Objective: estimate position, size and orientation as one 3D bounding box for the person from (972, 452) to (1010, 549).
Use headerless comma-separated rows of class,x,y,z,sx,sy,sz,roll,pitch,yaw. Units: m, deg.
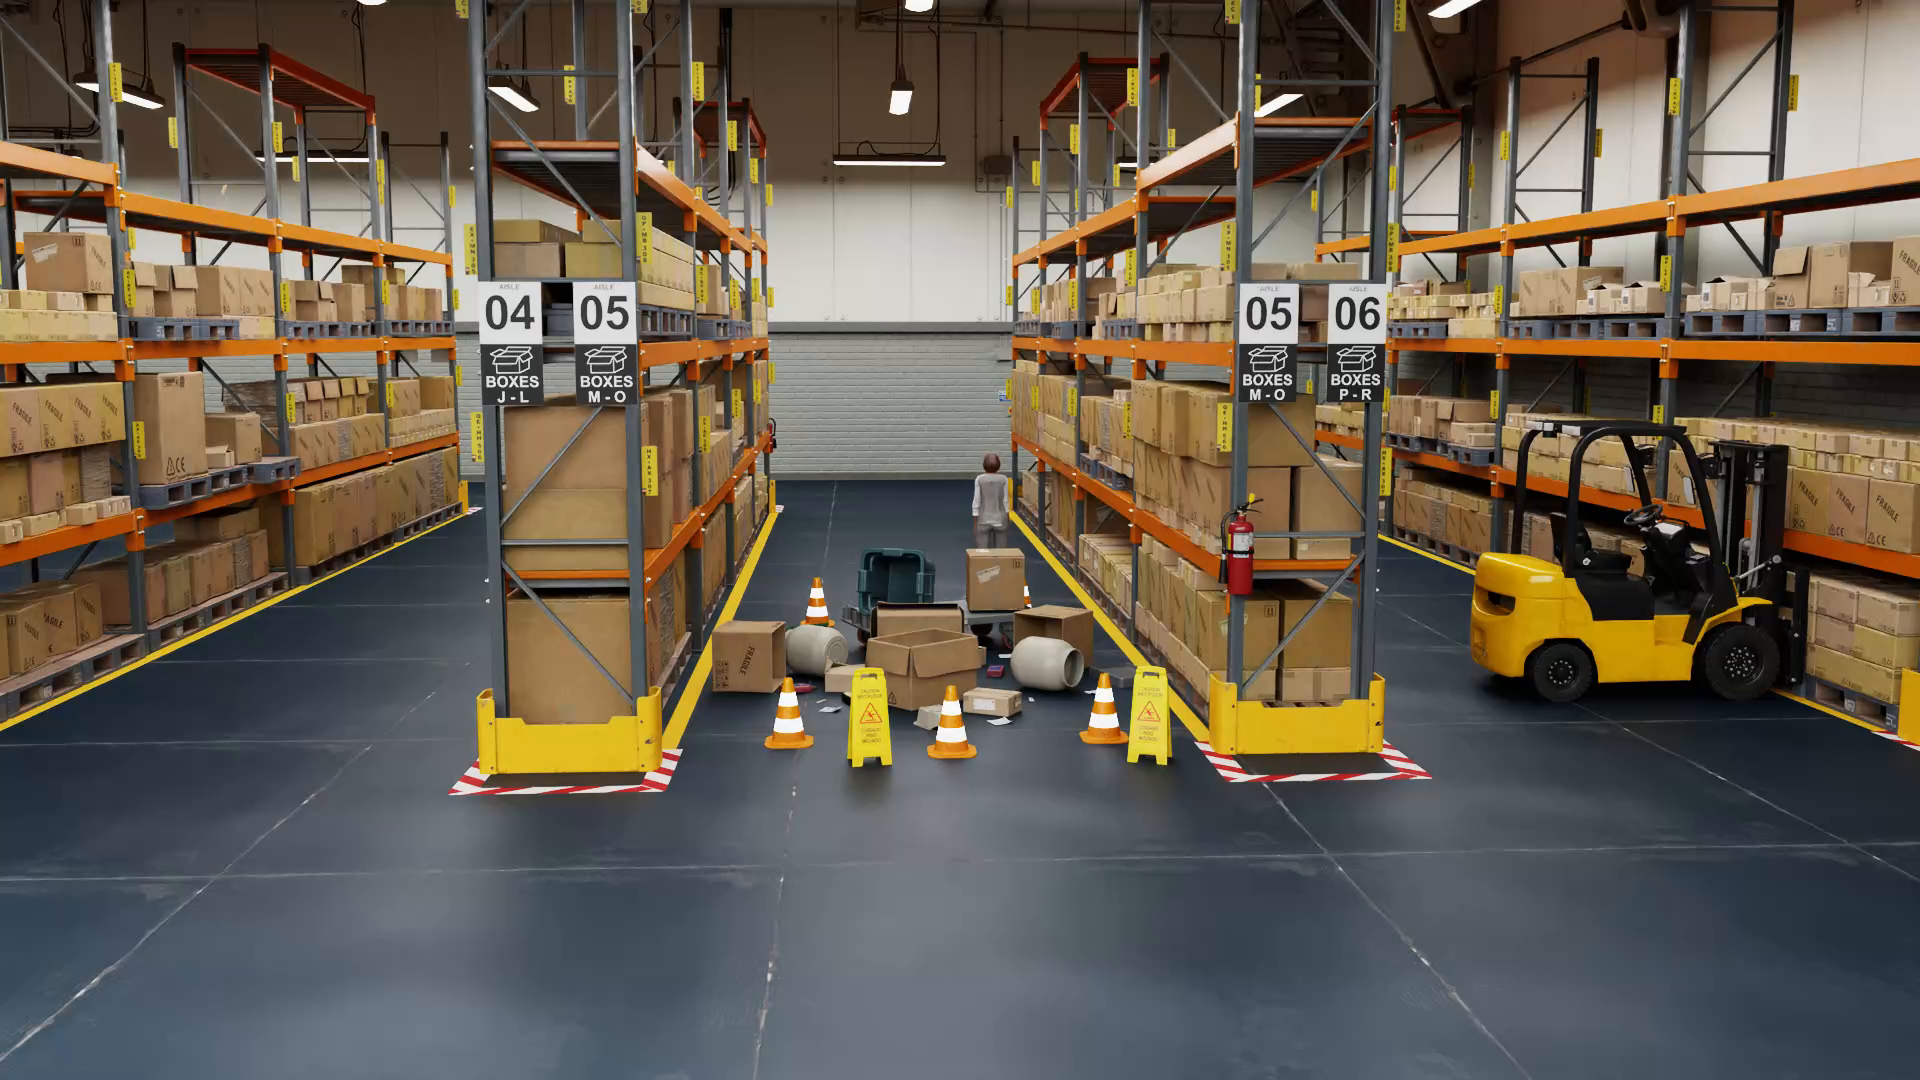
person,0.334,-0.138,18.065,0.407,1.634,0.341,0,7,-3
